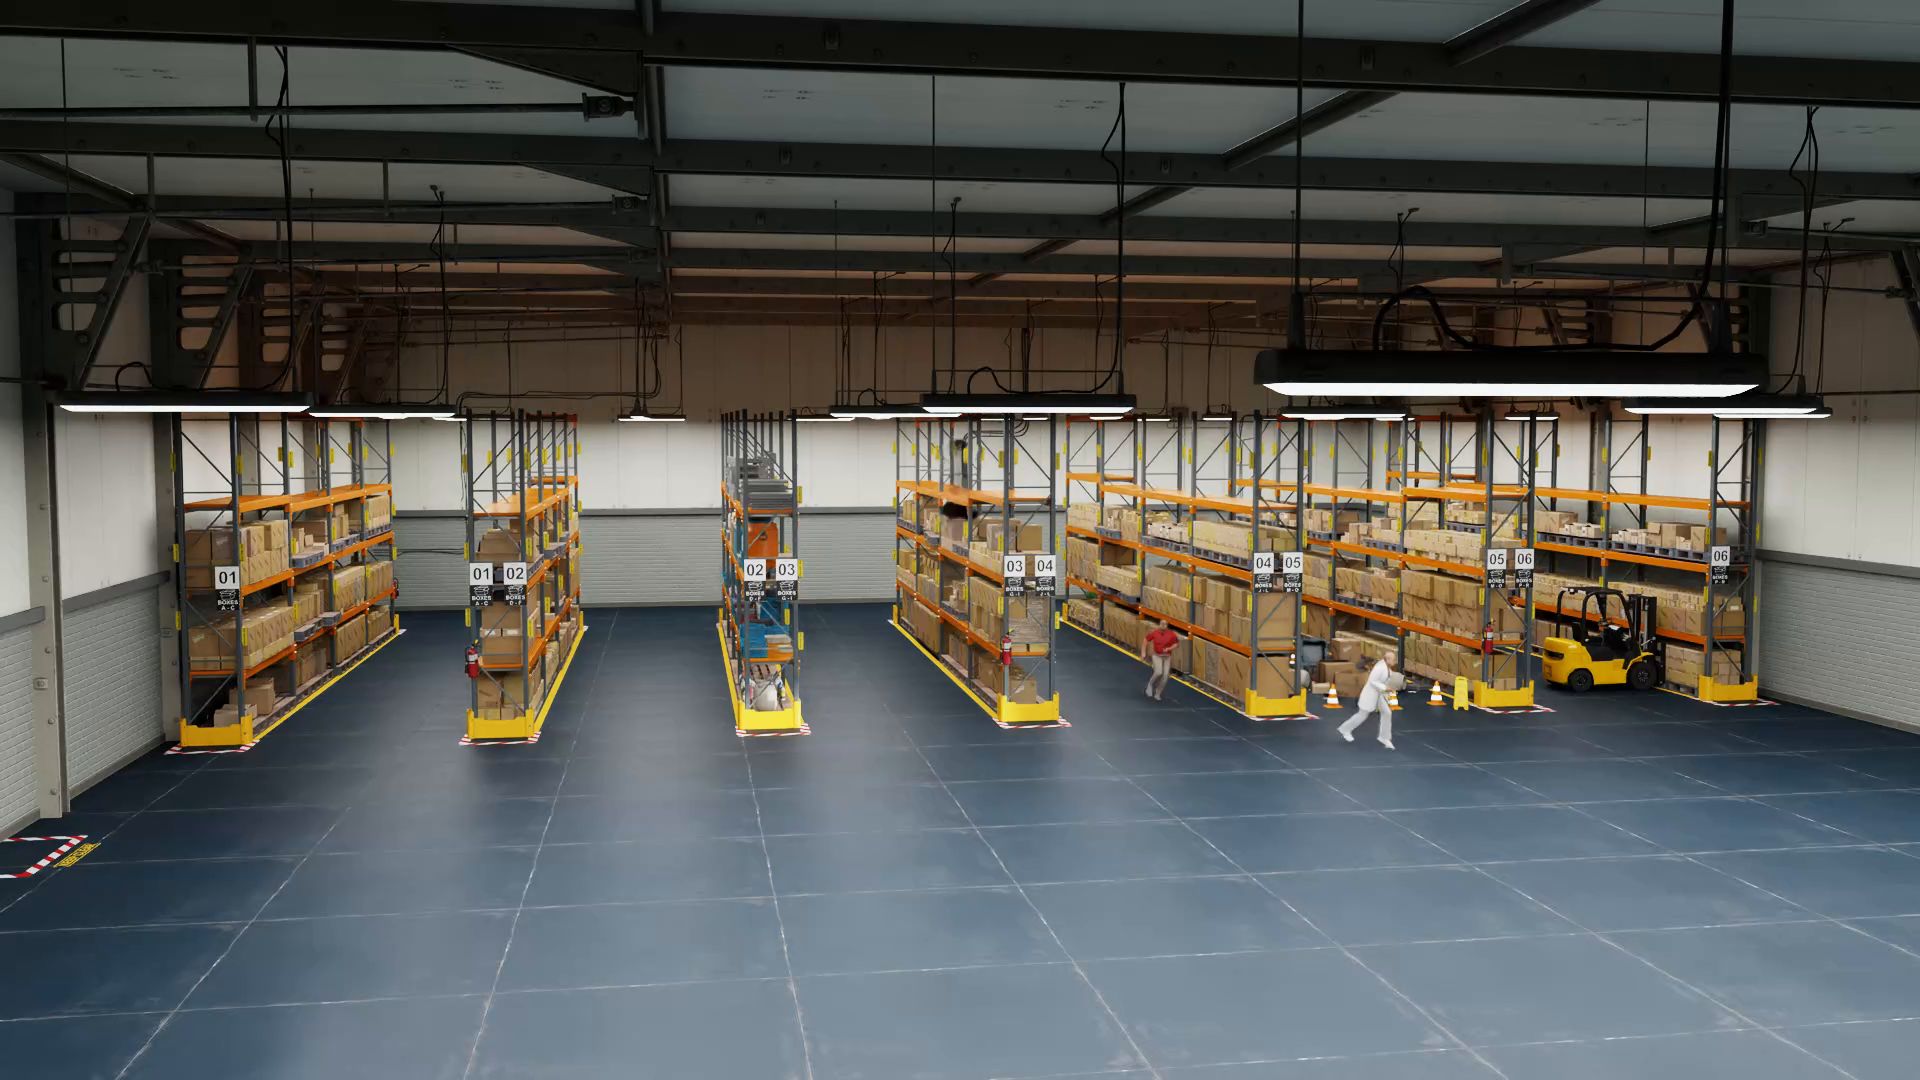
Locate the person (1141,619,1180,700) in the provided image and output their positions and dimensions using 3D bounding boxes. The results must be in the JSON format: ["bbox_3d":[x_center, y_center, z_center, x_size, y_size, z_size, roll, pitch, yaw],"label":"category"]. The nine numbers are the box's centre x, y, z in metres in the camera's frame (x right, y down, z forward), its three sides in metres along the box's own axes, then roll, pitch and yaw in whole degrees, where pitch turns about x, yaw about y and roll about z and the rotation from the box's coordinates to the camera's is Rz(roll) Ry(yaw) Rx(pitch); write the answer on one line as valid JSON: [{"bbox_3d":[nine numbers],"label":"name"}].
[{"bbox_3d":[4.180,2.485,34.589,0.759,1.688,0.604,-1,4,-11],"label":"person"}]

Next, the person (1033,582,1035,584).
[{"bbox_3d":[2.282,1.660,46.043,0.625,1.660,0.819,0,4,-1],"label":"person"}]

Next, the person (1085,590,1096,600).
[{"bbox_3d":[4.043,1.351,50.282,0.645,1.754,0.650,-2,4,-21],"label":"person"}]

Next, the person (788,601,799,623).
[{"bbox_3d":[-5.057,1.561,47.778,0.724,1.730,0.644,2,4,27],"label":"person"}]

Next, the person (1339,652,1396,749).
[{"bbox_3d":[7.265,2.835,29.612,1.060,1.745,0.754,3,5,33],"label":"person"}]
